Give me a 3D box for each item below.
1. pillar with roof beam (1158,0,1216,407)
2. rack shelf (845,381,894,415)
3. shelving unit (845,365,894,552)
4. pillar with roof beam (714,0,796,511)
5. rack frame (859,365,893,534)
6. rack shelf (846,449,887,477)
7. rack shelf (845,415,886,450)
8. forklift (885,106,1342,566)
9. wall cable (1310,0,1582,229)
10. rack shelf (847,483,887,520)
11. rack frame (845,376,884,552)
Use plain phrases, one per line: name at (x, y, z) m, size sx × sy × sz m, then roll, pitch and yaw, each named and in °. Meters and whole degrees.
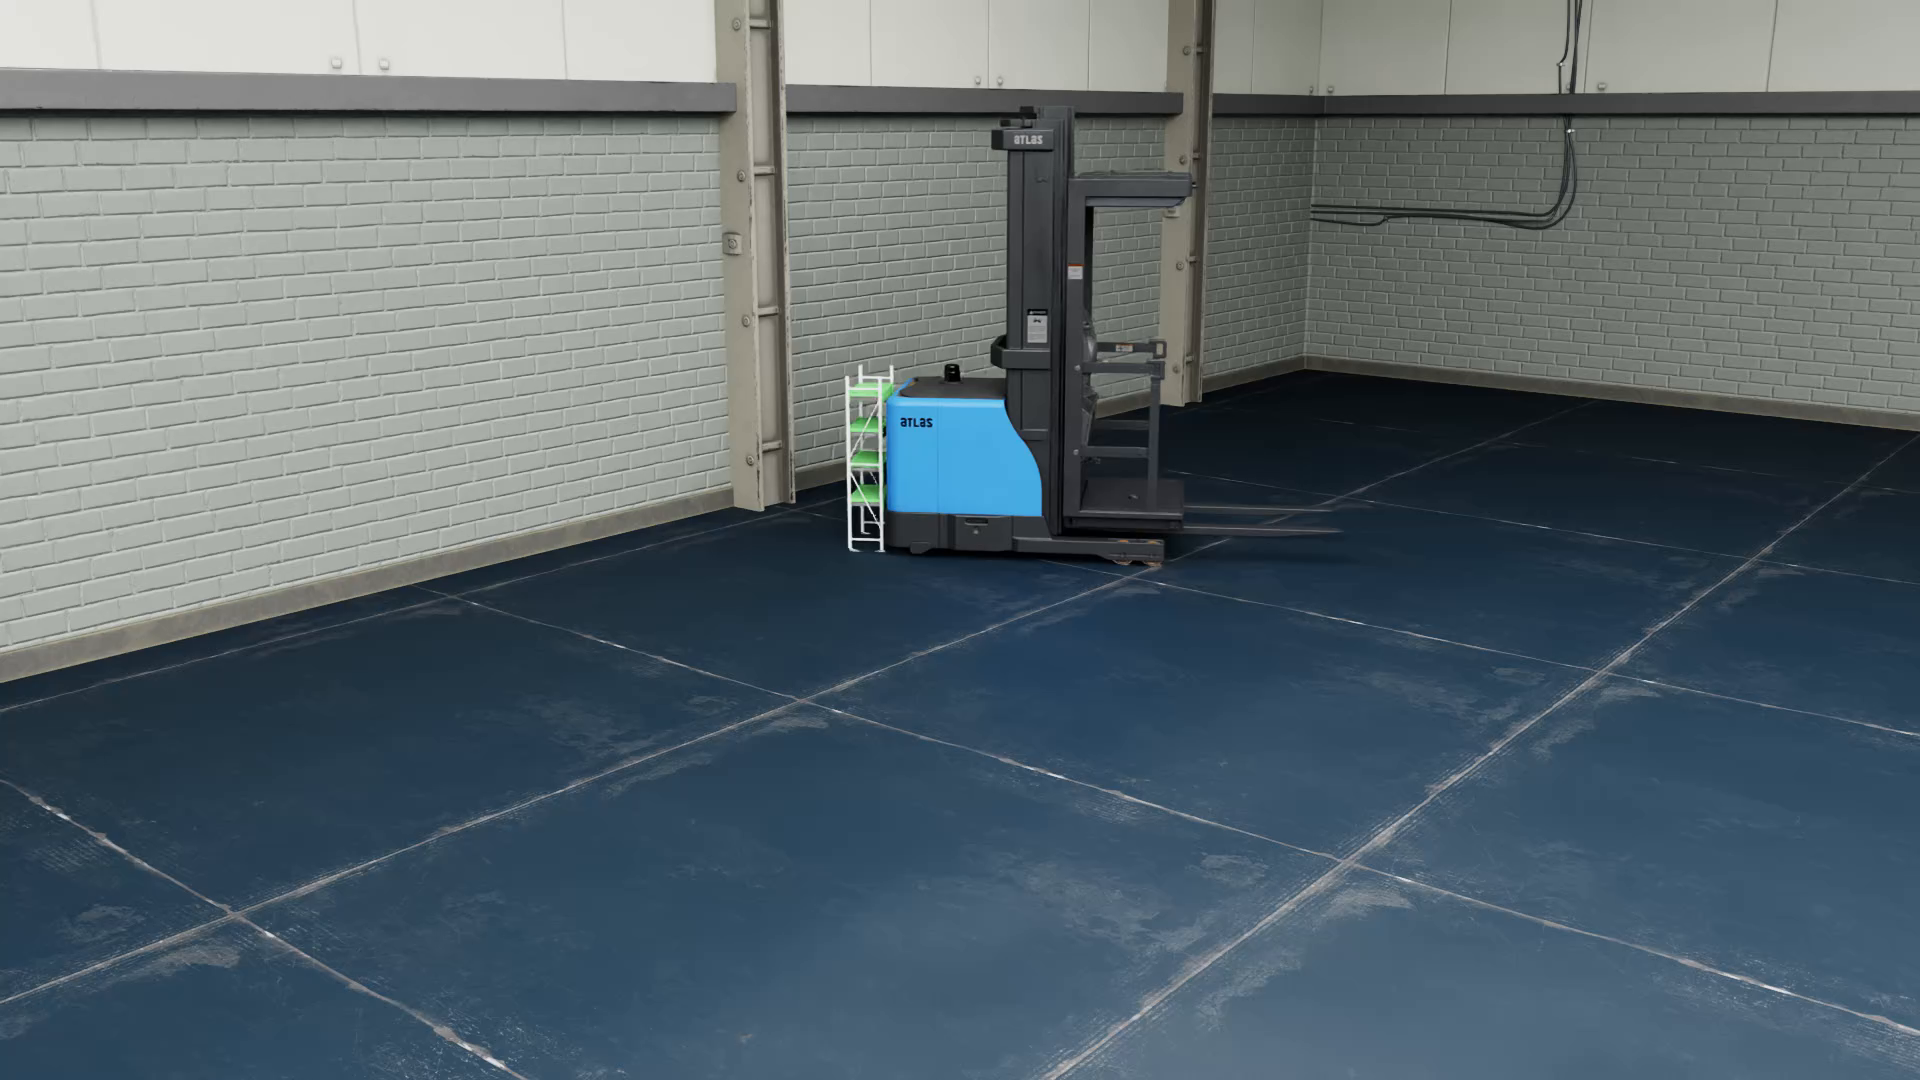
pillar with roof beam at (5.620, -5.119, 13.498) m, size 9.100 × 9.000 × 0.400 m, roll 11°, pitch 18°, yaw 38°
rack shelf at (-0.611, -0.968, 11.307) m, size 0.258 × 0.148 × 0.480 m, roll 2°, pitch 14°, yaw 7°
shelving unit at (-0.611, -0.565, 11.409) m, size 0.258 × 1.200 × 0.503 m, roll 2°, pitch 14°, yaw 7°
pillar with roof beam at (1.849, -3.970, 8.975) m, size 9.100 × 9.000 × 0.400 m, roll 11°, pitch 18°, yaw 38°
rack frame at (-0.582, -0.624, 11.644) m, size 0.240 × 1.200 × 0.015 m, roll 2°, pitch 14°, yaw 7°
rack shelf at (-0.611, -0.503, 11.425) m, size 0.258 × 0.148 × 0.480 m, roll 2°, pitch 14°, yaw 7°
rack shelf at (-0.611, -0.735, 11.366) m, size 0.258 × 0.148 × 0.480 m, roll 2°, pitch 14°, yaw 7°
forklift at (1.053, -1.387, 11.130) m, size 3.031 × 2.935 × 1.130 m, roll 2°, pitch 14°, yaw 7°
wall cable at (5.152, -4.640, 17.918) m, size 3.097 × 2.526 × 0.112 m, roll 11°, pitch 18°, yaw 38°
rack shelf at (-0.611, -0.270, 11.484) m, size 0.258 × 0.148 × 0.480 m, roll 2°, pitch 14°, yaw 7°
rack frame at (-0.640, -0.505, 11.174) m, size 0.240 × 1.200 × 0.015 m, roll 2°, pitch 14°, yaw 7°
